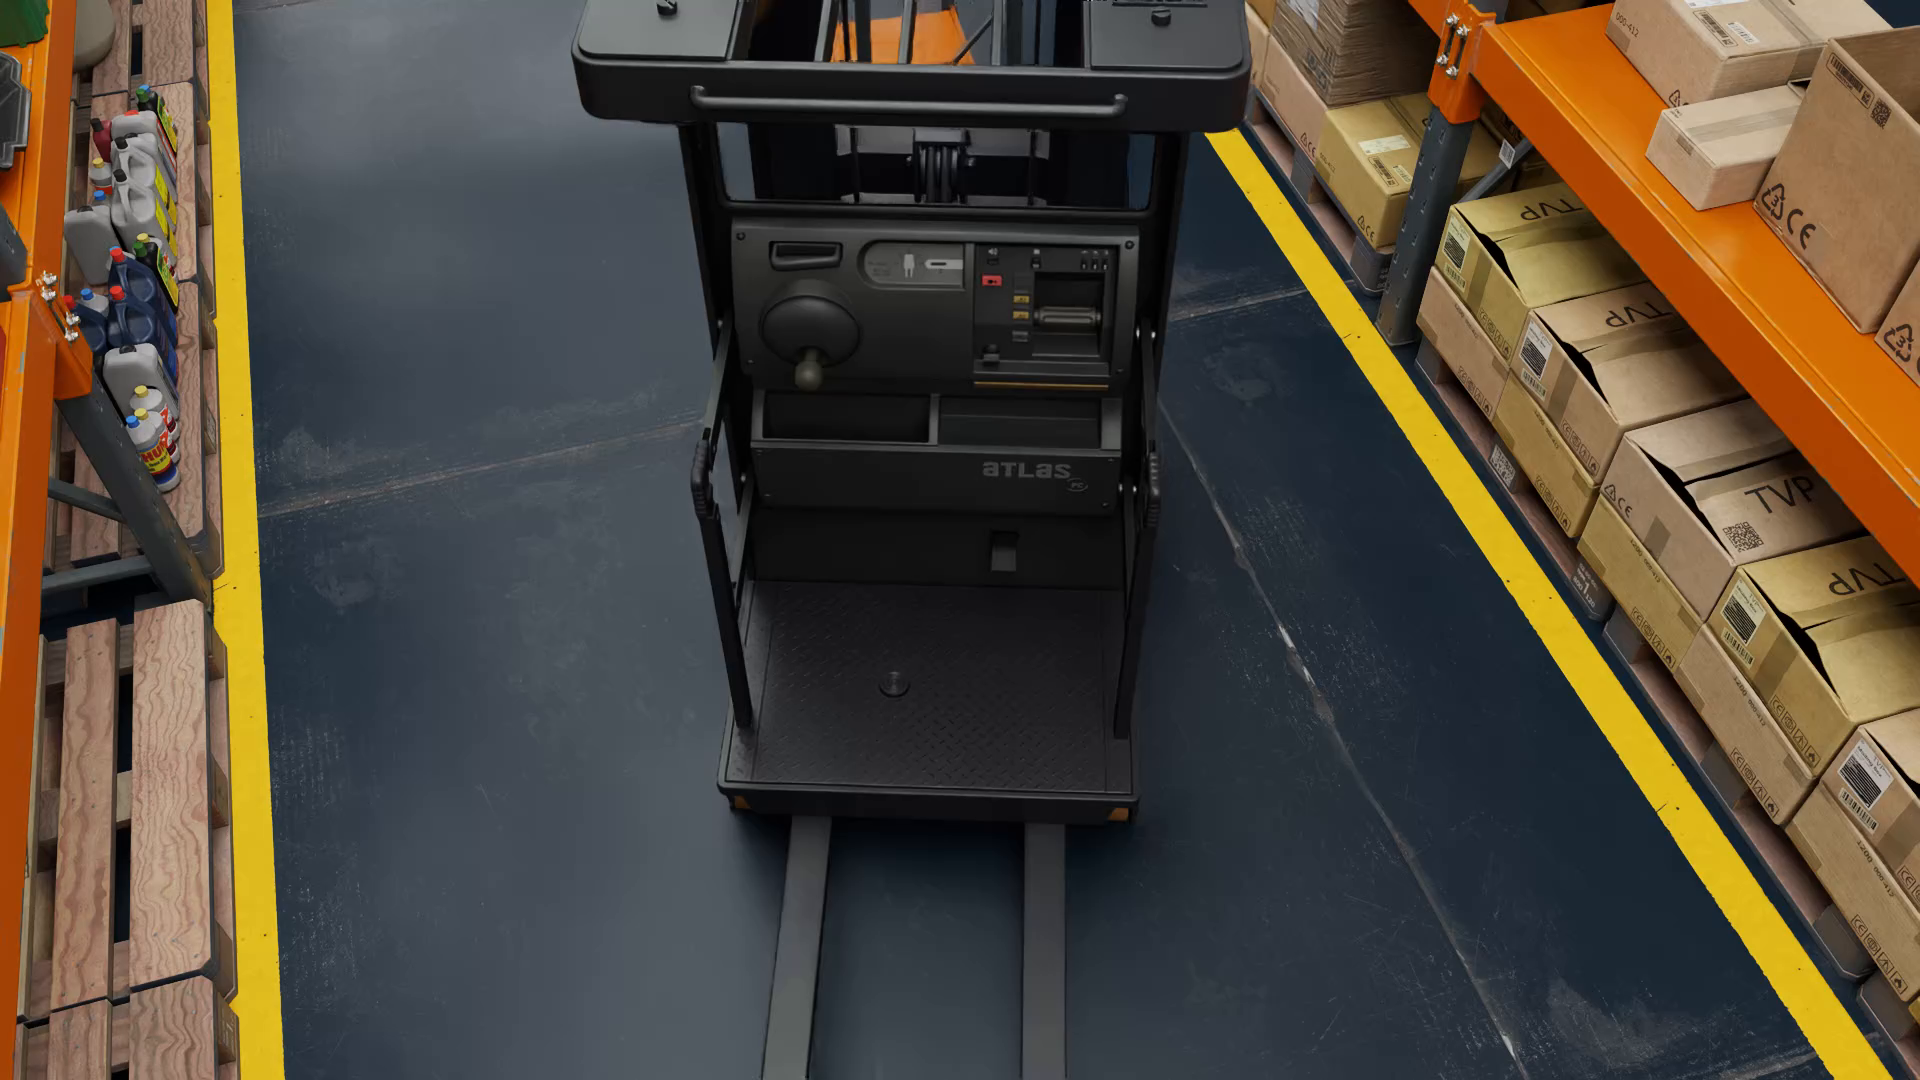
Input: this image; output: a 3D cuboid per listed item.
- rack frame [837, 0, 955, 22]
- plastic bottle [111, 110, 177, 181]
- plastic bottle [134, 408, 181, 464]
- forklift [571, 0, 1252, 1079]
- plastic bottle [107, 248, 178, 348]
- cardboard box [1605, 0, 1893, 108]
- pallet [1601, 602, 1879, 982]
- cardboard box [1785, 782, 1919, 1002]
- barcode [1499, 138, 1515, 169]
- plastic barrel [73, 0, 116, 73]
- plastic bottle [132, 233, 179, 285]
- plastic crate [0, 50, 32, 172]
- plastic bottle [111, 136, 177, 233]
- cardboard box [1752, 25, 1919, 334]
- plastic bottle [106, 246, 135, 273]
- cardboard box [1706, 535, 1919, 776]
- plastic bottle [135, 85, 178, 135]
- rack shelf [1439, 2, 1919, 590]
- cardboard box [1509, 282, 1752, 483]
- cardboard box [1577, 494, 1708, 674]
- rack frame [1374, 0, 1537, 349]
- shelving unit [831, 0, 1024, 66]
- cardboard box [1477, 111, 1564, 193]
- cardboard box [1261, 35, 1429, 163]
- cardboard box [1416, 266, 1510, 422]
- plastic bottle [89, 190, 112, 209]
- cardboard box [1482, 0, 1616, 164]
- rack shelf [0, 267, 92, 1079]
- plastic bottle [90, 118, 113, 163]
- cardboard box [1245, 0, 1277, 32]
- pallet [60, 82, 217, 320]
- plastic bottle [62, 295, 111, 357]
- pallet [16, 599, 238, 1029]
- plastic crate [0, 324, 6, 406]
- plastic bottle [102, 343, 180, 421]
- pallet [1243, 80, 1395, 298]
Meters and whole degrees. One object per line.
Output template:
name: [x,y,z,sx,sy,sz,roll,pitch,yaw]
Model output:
rack frame: [-0.267,-1.973,5.932,0.500,1.500,0.032,-9,50,-8]
plastic bottle: [-2.944,-1.428,5.986,0.152,0.276,0.135,-13,51,-11]
plastic bottle: [-2.477,-0.321,5.101,0.097,0.201,0.097,0,50,0]
forklift: [-0.064,-0.430,3.696,1.130,2.935,3.031,2,50,1]
plastic bottle: [-2.669,-0.785,5.394,0.144,0.351,0.185,-15,52,-13]
cardboard box: [2.149,-1.395,4.562,0.500,0.250,0.500,-10,51,-9]
pallet: [2.581,0.528,4.667,1.003,0.211,1.213,-13,51,-11]
cardboard box: [2.454,0.807,4.131,0.500,0.250,0.500,-12,51,-10]
barcode: [1.639,-1.158,4.983,0.001,0.075,0.075,-13,51,-11]
plastic barrel: [-3.538,-2.101,6.412,0.421,0.512,0.421,0,50,0]
plastic bottle: [-2.731,-0.948,5.630,0.097,0.201,0.097,0,50,0]
plastic crate: [-2.805,-1.066,4.228,0.767,0.338,0.504,-13,51,-11]
plastic bottle: [-2.850,-1.231,5.771,0.144,0.351,0.185,-11,51,-9]
cardboard box: [2.329,-0.875,3.961,0.500,0.500,0.500,-10,51,-8]
plastic bottle: [-2.749,-0.858,5.508,0.097,0.271,0.097,0,50,0]
cardboard box: [2.302,0.258,4.227,0.500,0.311,0.500,-12,51,-10]
plastic bottle: [-2.992,-1.594,6.175,0.097,0.201,0.097,0,50,0]
rack shelf: [2.553,-0.100,3.843,1.077,0.370,4.000,-13,51,-11]
cardboard box: [1.989,-0.497,4.864,0.500,0.311,0.500,-14,51,-11]
cardboard box: [2.150,0.060,4.761,0.500,0.250,0.500,-15,51,-12]
rack frame: [1.962,-1.793,4.799,1.000,3.000,0.127,-13,51,-11]
shelving unit: [-0.161,-1.586,5.606,0.587,1.500,1.083,-9,50,-8]
cardboard box: [2.114,-1.449,6.033,0.500,0.250,0.500,-13,51,-11]
cardboard box: [1.477,-1.698,6.244,0.500,0.250,0.500,-13,51,-11]
cardboard box: [1.844,-0.691,5.394,0.500,0.250,0.500,-14,51,-12]
plastic bottle: [-2.953,-1.123,5.778,0.097,0.201,0.097,0,50,0]
cardboard box: [2.124,-1.693,5.748,0.500,0.500,0.500,-13,51,-11]
rack shelf: [-2.180,1.017,2.901,1.077,0.370,4.000,-13,51,-11]
plastic bottle: [-3.046,-1.406,5.962,0.061,0.283,0.133,-13,51,-11]
cardboard box: [1.327,-2.305,6.264,0.500,0.500,0.500,-13,51,-11]
pallet: [-3.295,-1.169,6.098,1.003,0.211,1.213,-13,51,-11]
plastic bottle: [-2.751,-0.614,5.251,0.144,0.351,0.185,-13,51,-11]
pallet: [-2.502,0.788,4.447,1.003,0.211,1.213,-13,51,-11]
plastic crate: [-2.336,-0.411,3.593,0.402,0.464,0.583,-13,51,-11]
plastic bottle: [-2.569,-0.501,5.204,0.152,0.276,0.135,-12,51,-10]
pallet: [1.766,-1.484,6.363,1.003,0.211,1.213,-13,51,-11]
